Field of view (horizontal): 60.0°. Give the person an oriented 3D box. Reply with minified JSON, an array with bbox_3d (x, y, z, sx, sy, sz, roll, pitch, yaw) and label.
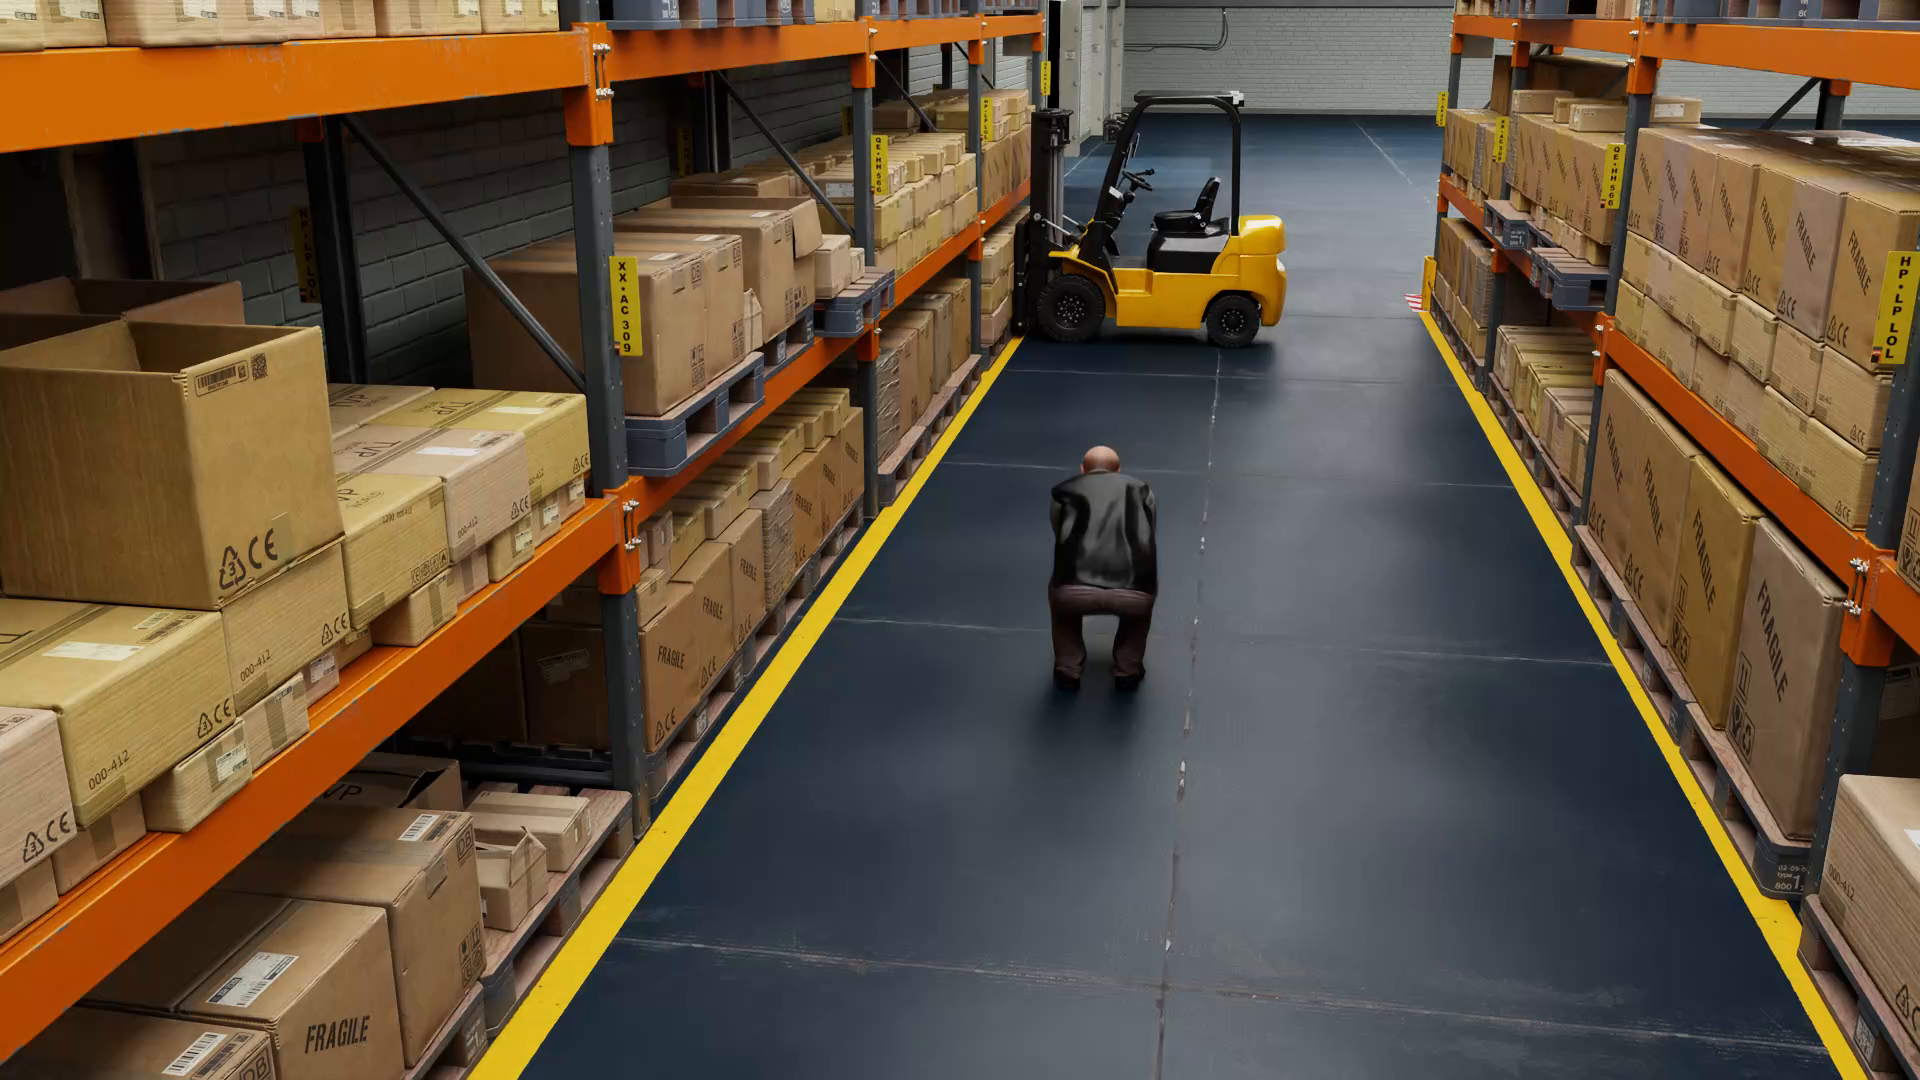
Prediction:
[{"bbox_3d":[0.634,0.141,7.402,0.501,0.972,0.867,2,18,7],"label":"person"}]
